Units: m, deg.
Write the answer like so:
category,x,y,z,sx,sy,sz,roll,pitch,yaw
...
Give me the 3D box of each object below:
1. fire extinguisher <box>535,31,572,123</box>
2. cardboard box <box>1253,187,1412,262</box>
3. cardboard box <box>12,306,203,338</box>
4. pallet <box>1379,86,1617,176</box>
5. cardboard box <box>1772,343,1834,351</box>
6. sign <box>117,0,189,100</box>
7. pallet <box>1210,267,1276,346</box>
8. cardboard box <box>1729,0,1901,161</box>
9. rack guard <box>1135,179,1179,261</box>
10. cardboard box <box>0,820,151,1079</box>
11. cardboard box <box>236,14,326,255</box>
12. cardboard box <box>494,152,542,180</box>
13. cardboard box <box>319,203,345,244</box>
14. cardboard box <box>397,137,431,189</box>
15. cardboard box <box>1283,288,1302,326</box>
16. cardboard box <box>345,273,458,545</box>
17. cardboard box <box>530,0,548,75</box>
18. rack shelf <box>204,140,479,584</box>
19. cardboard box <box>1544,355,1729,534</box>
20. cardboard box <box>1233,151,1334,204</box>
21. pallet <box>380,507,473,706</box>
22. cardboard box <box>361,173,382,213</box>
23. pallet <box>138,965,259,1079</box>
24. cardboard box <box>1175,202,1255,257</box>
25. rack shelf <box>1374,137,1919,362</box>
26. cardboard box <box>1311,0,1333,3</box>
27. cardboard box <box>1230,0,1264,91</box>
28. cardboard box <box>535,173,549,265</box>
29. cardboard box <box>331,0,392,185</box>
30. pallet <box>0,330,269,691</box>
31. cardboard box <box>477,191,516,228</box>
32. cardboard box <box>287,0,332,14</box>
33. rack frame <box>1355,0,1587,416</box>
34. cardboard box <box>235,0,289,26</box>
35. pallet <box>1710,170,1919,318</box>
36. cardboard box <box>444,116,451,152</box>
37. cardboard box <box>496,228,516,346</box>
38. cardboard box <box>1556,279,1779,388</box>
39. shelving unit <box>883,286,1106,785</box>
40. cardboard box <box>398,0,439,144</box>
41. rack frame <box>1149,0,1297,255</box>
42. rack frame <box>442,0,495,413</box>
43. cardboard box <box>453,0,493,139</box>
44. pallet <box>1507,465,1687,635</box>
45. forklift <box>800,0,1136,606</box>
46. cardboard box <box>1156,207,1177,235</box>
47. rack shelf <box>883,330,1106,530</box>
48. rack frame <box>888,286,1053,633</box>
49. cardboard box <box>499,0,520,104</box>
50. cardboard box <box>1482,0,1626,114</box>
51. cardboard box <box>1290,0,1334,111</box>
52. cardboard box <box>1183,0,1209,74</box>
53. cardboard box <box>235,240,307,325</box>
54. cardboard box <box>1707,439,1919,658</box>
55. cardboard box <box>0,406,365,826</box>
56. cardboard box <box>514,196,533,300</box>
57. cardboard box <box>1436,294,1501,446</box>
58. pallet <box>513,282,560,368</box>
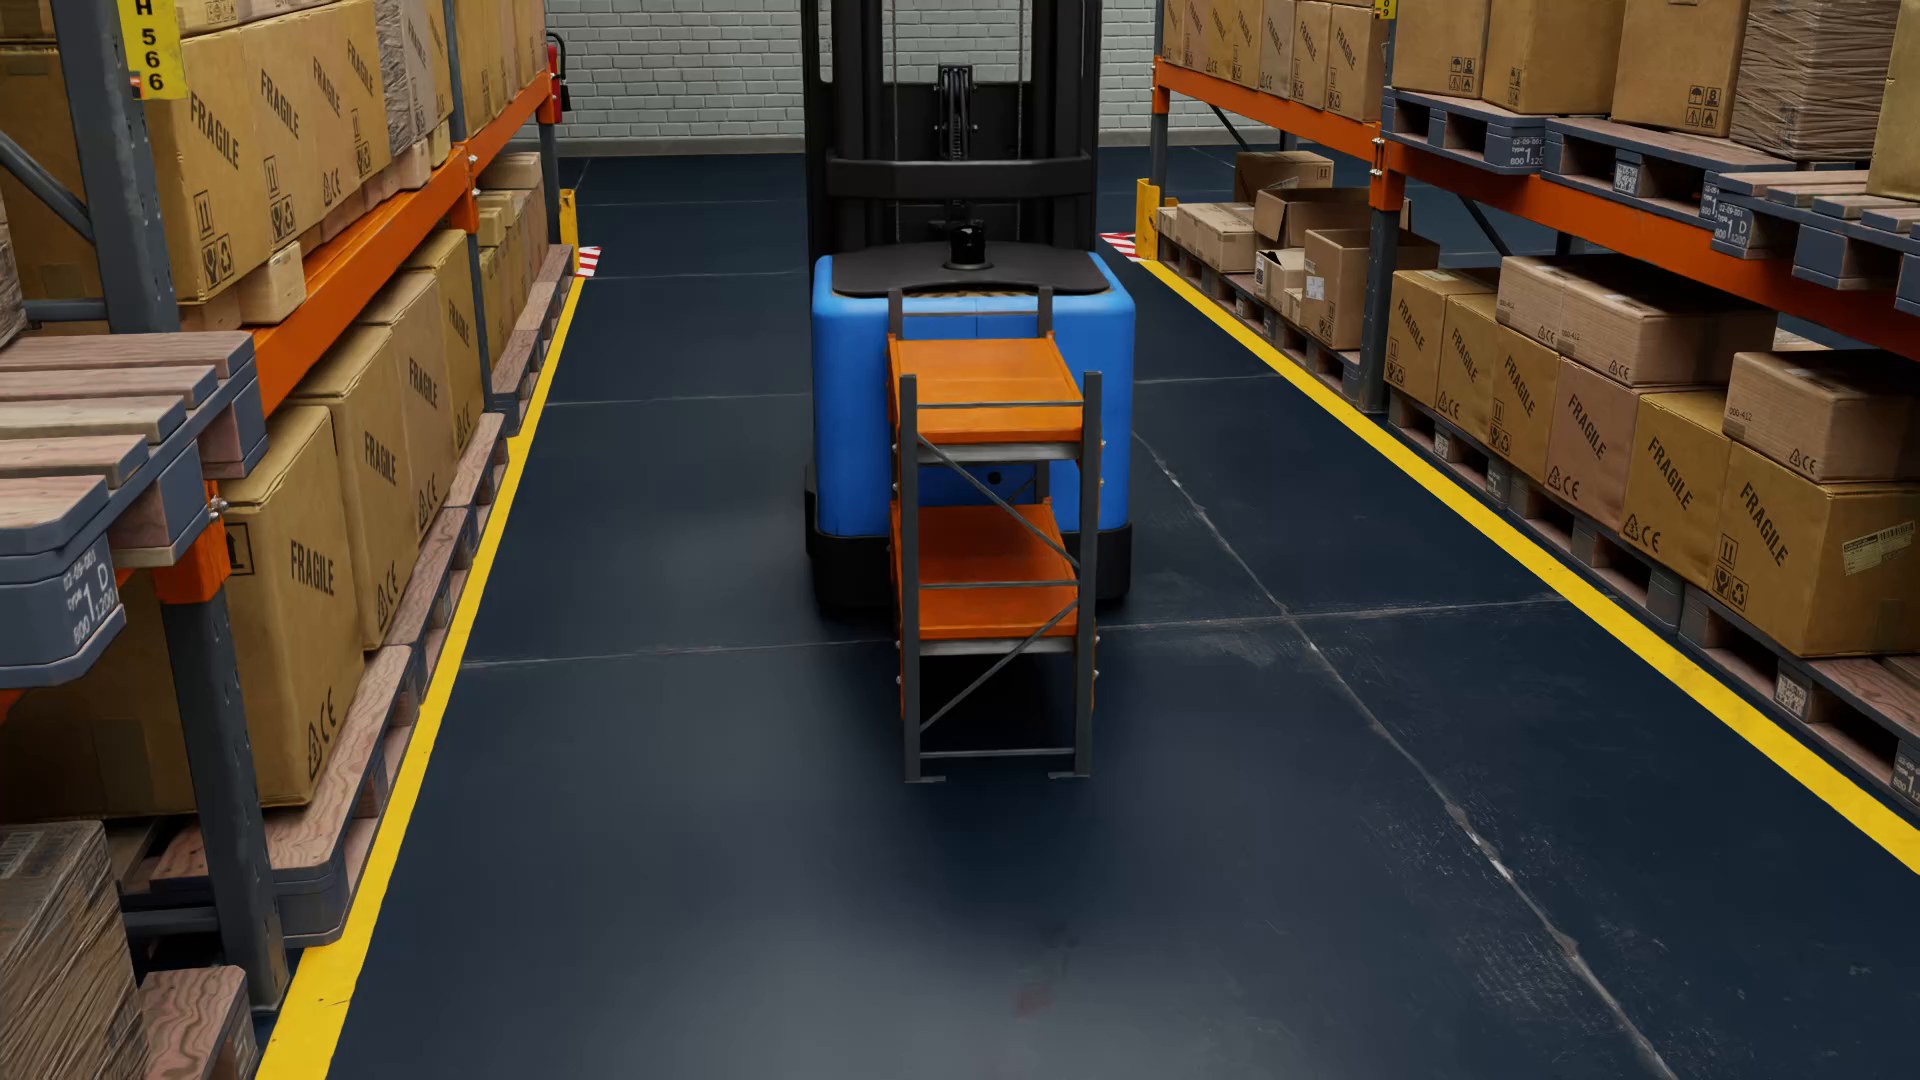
category,x,y,z,sx,sy,sz,roll,pitch,yaw
fire extinguisher,-2.668,-3.030,10.684,0.296,0.674,0.183,-3,21,-8
cardboard box,2.099,-1.718,9.468,0.797,0.503,0.637,-3,21,-8
cardboard box,-1.768,-0.413,3.364,0.380,0.149,0.250,-3,21,-9
pallet,2.382,-1.659,6.646,1.003,0.211,1.213,-3,21,-8
cardboard box,2.940,-0.389,5.914,0.500,0.500,0.500,-4,21,-10
sign,-1.414,-0.931,2.881,0.100,0.325,0.005,-3,21,-8
pallet,2.098,-1.386,9.626,1.003,0.211,1.213,-3,21,-8
cardboard box,2.807,-1.429,5.011,0.700,0.500,0.500,1,20,2
rack guard,1.810,-2.219,11.443,1.175,0.500,0.348,-3,21,-8
cardboard box,-1.794,0.816,2.687,0.700,0.500,0.500,-3,21,-7
cardboard box,-1.833,-0.954,3.886,0.500,0.500,0.500,-2,21,-6
cardboard box,-2.704,-2.222,9.924,0.380,0.149,0.250,-3,21,-8
cardboard box,-2.000,-0.943,4.785,0.380,0.149,0.250,-3,21,-7
cardboard box,-2.048,-1.302,5.747,0.380,0.149,0.250,-3,21,-8
cardboard box,1.899,-1.212,8.619,0.380,0.149,0.250,-3,21,-8
cardboard box,-2.173,-0.444,5.589,0.750,0.750,0.750,-2,21,-6
cardboard box,-3.019,-3.130,9.879,0.980,0.700,0.700,-2,21,-5
rack shelf,-2.238,-0.751,4.967,1.077,0.370,4.000,-3,21,-8
cardboard box,2.429,-0.354,5.821,0.500,0.500,0.500,-4,21,-10
cardboard box,2.121,-2.275,10.965,0.500,0.500,0.500,-3,21,-8
pallet,-2.161,0.213,5.345,1.003,0.211,1.213,-3,21,-8
cardboard box,-2.058,-1.127,5.277,0.380,0.149,0.250,-3,21,-9
pallet,-1.838,1.182,2.751,1.003,0.211,1.213,-3,21,-8
cardboard box,1.668,-1.959,10.474,0.500,0.250,0.500,-3,21,-8
rack shelf,2.664,-1.002,5.640,1.077,0.370,4.000,-3,21,-8
cardboard box,1.970,-2.886,8.084,0.500,0.500,0.500,-3,21,-9
cardboard box,1.821,-2.771,9.204,0.500,0.500,0.500,-3,21,-7
cardboard box,-2.903,-1.953,10.132,0.700,0.500,0.500,-3,21,-8
cardboard box,-1.986,-1.305,4.828,0.500,0.500,0.500,-2,21,-6
pallet,-1.741,-0.064,2.375,1.213,0.211,1.003,-3,21,-8
cardboard box,-2.477,-1.682,8.479,0.380,0.149,0.250,-4,21,-9
cardboard box,-1.914,-1.471,4.200,0.500,0.250,0.500,-3,21,-7
rack frame,2.375,-2.031,7.368,1.000,3.000,0.127,-3,21,-8
cardboard box,-1.838,-1.298,3.737,0.500,0.250,0.500,-3,21,-9
pallet,2.785,-0.788,4.312,1.213,0.211,1.003,-3,21,-8
cardboard box,-2.197,-1.569,6.461,0.380,0.149,0.250,-3,21,-7
cardboard box,-2.602,-1.244,8.232,0.700,0.500,0.500,-3,21,-8
cardboard box,2.421,-0.718,5.724,0.500,0.250,0.500,-3,21,-9
shelving unit,0.066,-0.060,4.768,0.538,1.125,1.048,-1,21,-4
cardboard box,-2.127,-1.652,5.757,0.500,0.500,0.500,-3,21,-7
rack frame,1.799,-3.416,11.076,1.000,3.000,0.127,-3,21,-8
rack frame,-2.526,-1.780,6.695,1.000,3.000,0.127,-3,21,-8
cardboard box,-2.588,-2.109,7.148,0.980,0.700,0.700,-3,21,-7
pallet,2.709,-0.022,5.973,1.003,0.211,1.213,-3,21,-8
forklift,-0.049,-1.628,6.385,1.130,2.935,3.031,-1,21,-4
cardboard box,1.519,-2.124,11.063,0.380,0.149,0.250,-3,21,-8
rack shelf,0.066,-0.334,4.666,0.538,0.278,1.000,-1,21,-4
rack frame,0.032,-0.237,5.243,0.500,1.125,0.032,-1,21,-4
cardboard box,-2.803,-2.614,8.498,0.980,0.700,0.700,-4,21,-10
cardboard box,2.384,-1.865,6.178,0.700,0.500,0.500,0,20,1
cardboard box,1.974,-2.417,8.257,0.500,0.500,0.500,-2,21,-6
cardboard box,1.681,-3.118,10.134,0.500,0.500,0.500,-3,21,-8
cardboard box,-1.750,-0.597,3.857,0.380,0.149,0.250,-2,21,-6
cardboard box,2.585,0.007,4.855,0.500,0.500,0.500,-2,21,-6
cardboard box,-1.926,0.154,3.989,0.750,0.750,0.750,-3,21,-8
cardboard box,-2.758,-1.606,9.202,0.700,0.500,0.500,-4,21,-10
cardboard box,2.292,-0.703,6.754,0.500,0.500,0.500,-3,21,-7
pallet,-2.737,-1.164,9.032,1.003,0.211,1.213,-3,21,-8
